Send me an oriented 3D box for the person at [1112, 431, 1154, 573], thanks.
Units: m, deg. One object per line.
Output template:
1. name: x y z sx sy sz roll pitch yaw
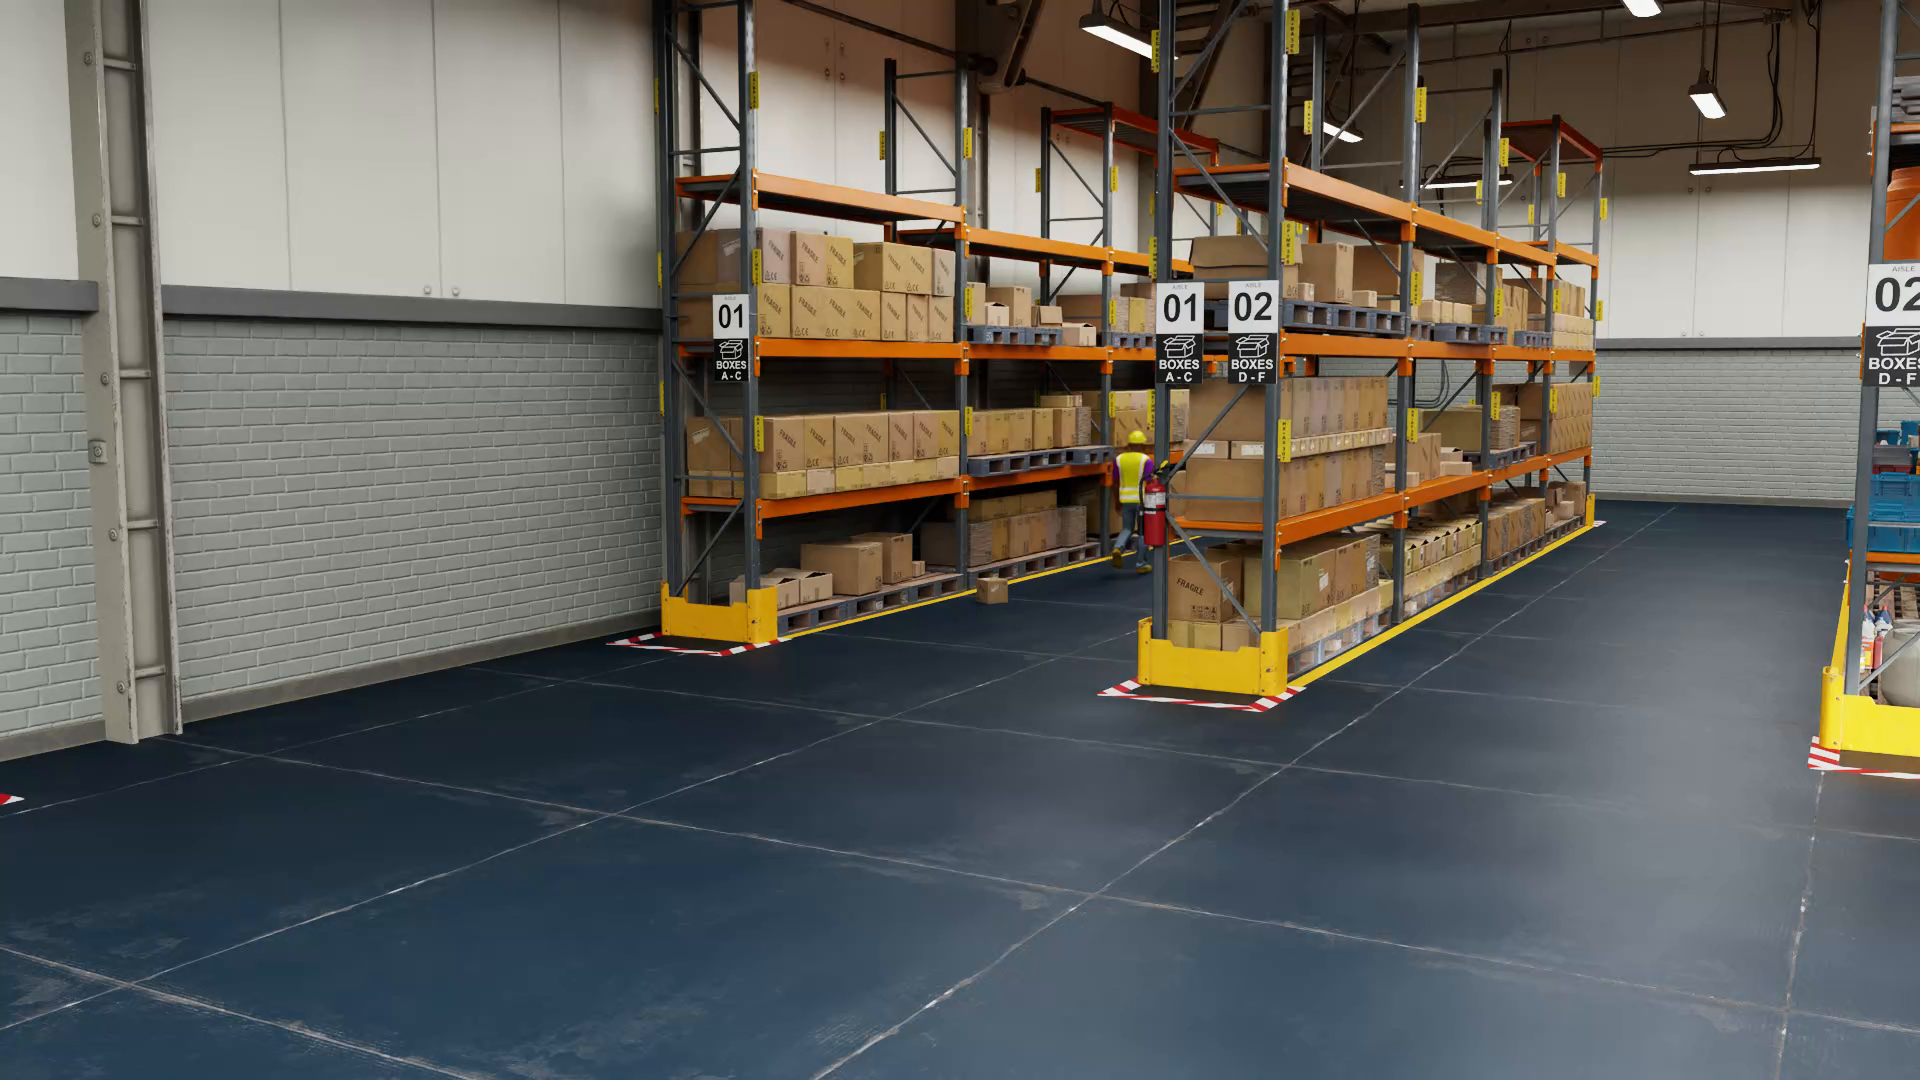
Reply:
1. person: 2.135 -0.465 20.394 0.567 1.753 0.678 3 7 29
